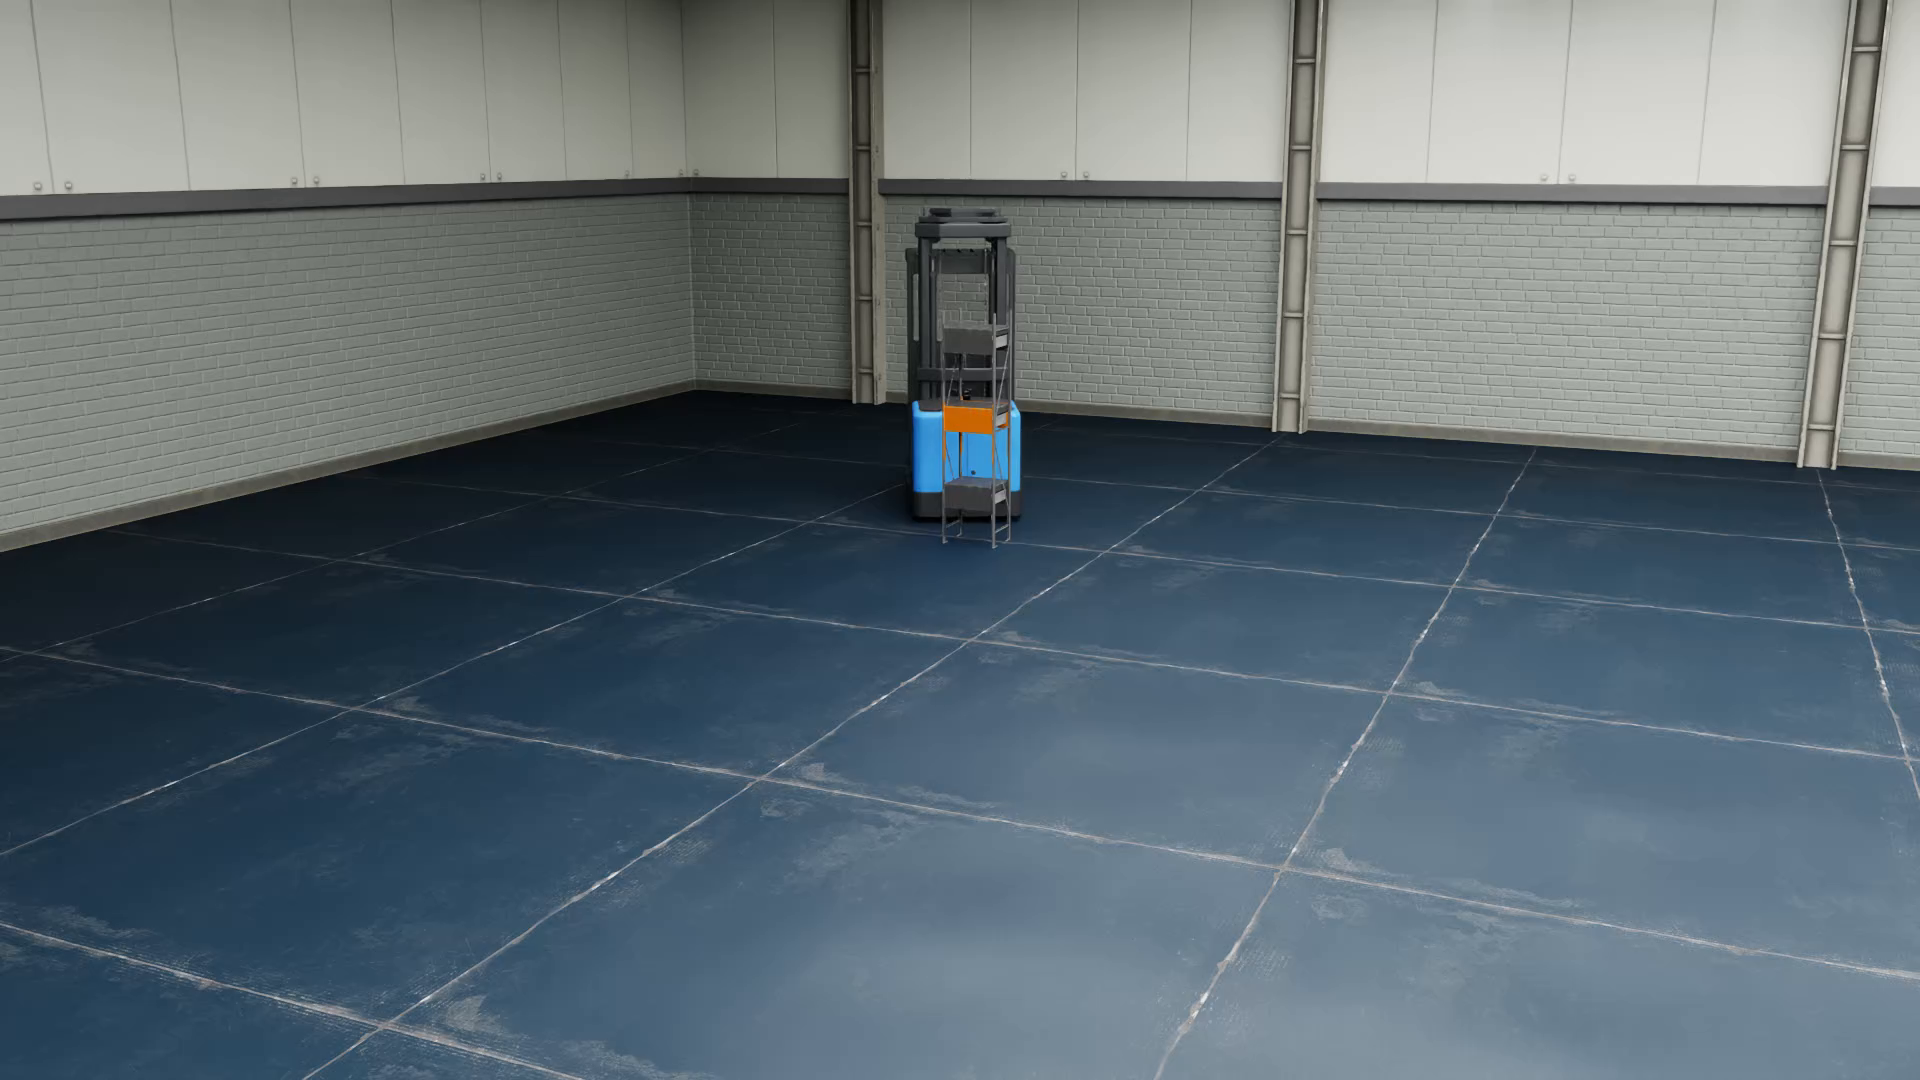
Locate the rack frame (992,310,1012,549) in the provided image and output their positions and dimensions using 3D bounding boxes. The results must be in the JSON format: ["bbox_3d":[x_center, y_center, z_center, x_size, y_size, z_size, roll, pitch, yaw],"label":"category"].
[{"bbox_3d":[0.374,-0.984,14.849,0.015,2.100,0.400,6,14,23],"label":"rack frame"}]

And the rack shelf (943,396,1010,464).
[{"bbox_3d":[0.151,-0.994,14.948,0.480,0.518,0.431,6,14,23],"label":"rack shelf"}]

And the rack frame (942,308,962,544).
[{"bbox_3d":[-0.072,-1.029,15.041,0.015,2.100,0.400,6,14,23],"label":"rack frame"}]

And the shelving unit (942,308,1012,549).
[{"bbox_3d":[0.151,-1.007,14.945,0.503,2.100,0.431,6,14,23],"label":"shelving unit"}]

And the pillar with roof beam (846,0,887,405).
[{"bbox_3d":[-3.027,-5.431,18.697,0.400,9.000,9.100,6,14,23],"label":"pillar with roof beam"}]

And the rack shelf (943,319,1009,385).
[{"bbox_3d":[0.151,-1.675,14.788,0.480,0.518,0.431,6,14,23],"label":"rack shelf"}]

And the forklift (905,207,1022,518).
[{"bbox_3d":[-0.001,-1.923,17.031,1.130,2.935,3.031,-1,13,-3],"label":"forklift"}]

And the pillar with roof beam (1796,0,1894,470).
[{"bbox_3d":[7.945,-4.321,13.965,0.400,9.000,9.100,6,14,23],"label":"pillar with roof beam"}]

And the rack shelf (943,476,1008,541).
[{"bbox_3d":[0.151,-0.312,15.108,0.480,0.518,0.431,6,14,23],"label":"rack shelf"}]

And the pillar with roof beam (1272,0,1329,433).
[{"bbox_3d":[2.459,-4.876,16.331,0.400,9.000,9.100,6,14,23],"label":"pillar with roof beam"}]
